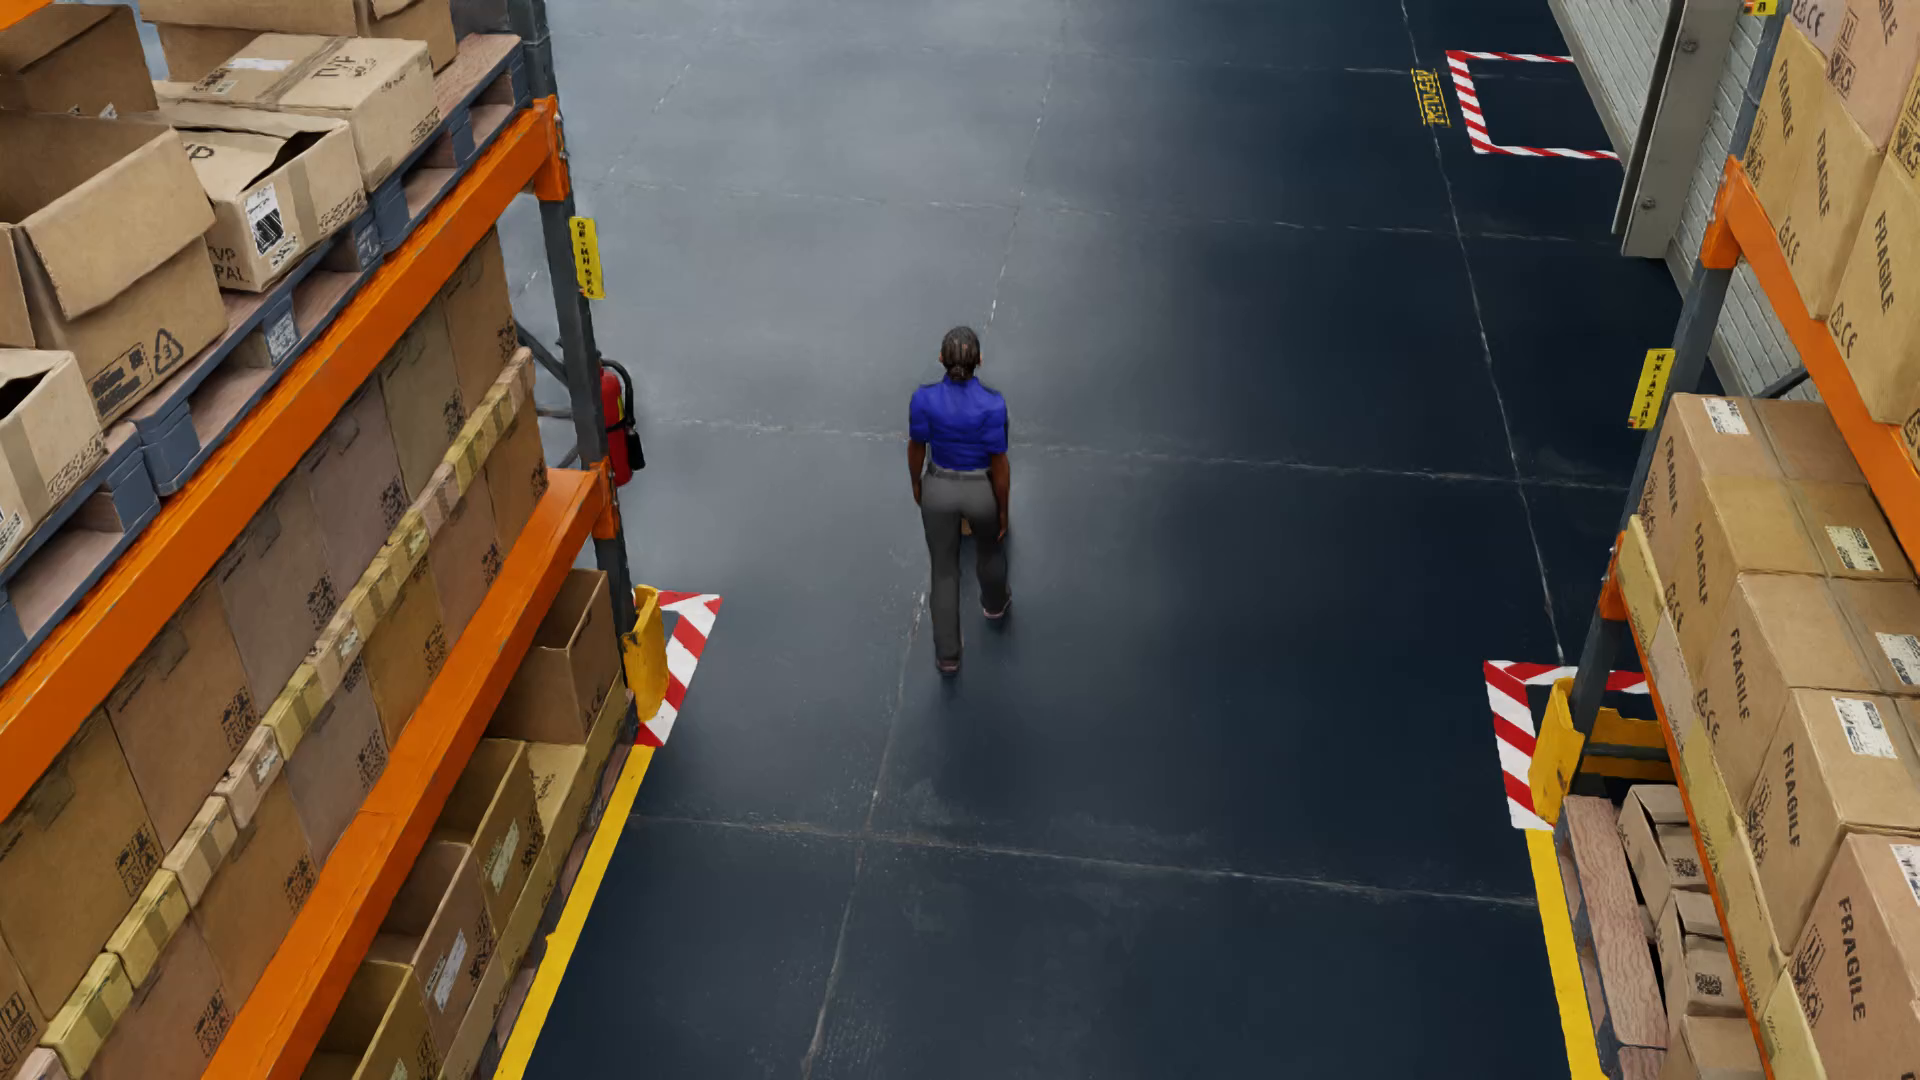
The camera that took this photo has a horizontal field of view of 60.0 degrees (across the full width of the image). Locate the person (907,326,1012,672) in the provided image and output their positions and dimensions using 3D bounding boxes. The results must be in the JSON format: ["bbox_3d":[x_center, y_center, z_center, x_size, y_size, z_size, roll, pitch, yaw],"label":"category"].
[{"bbox_3d":[0.003,-0.246,7.352,0.459,1.646,0.679,3,36,4],"label":"person"}]
